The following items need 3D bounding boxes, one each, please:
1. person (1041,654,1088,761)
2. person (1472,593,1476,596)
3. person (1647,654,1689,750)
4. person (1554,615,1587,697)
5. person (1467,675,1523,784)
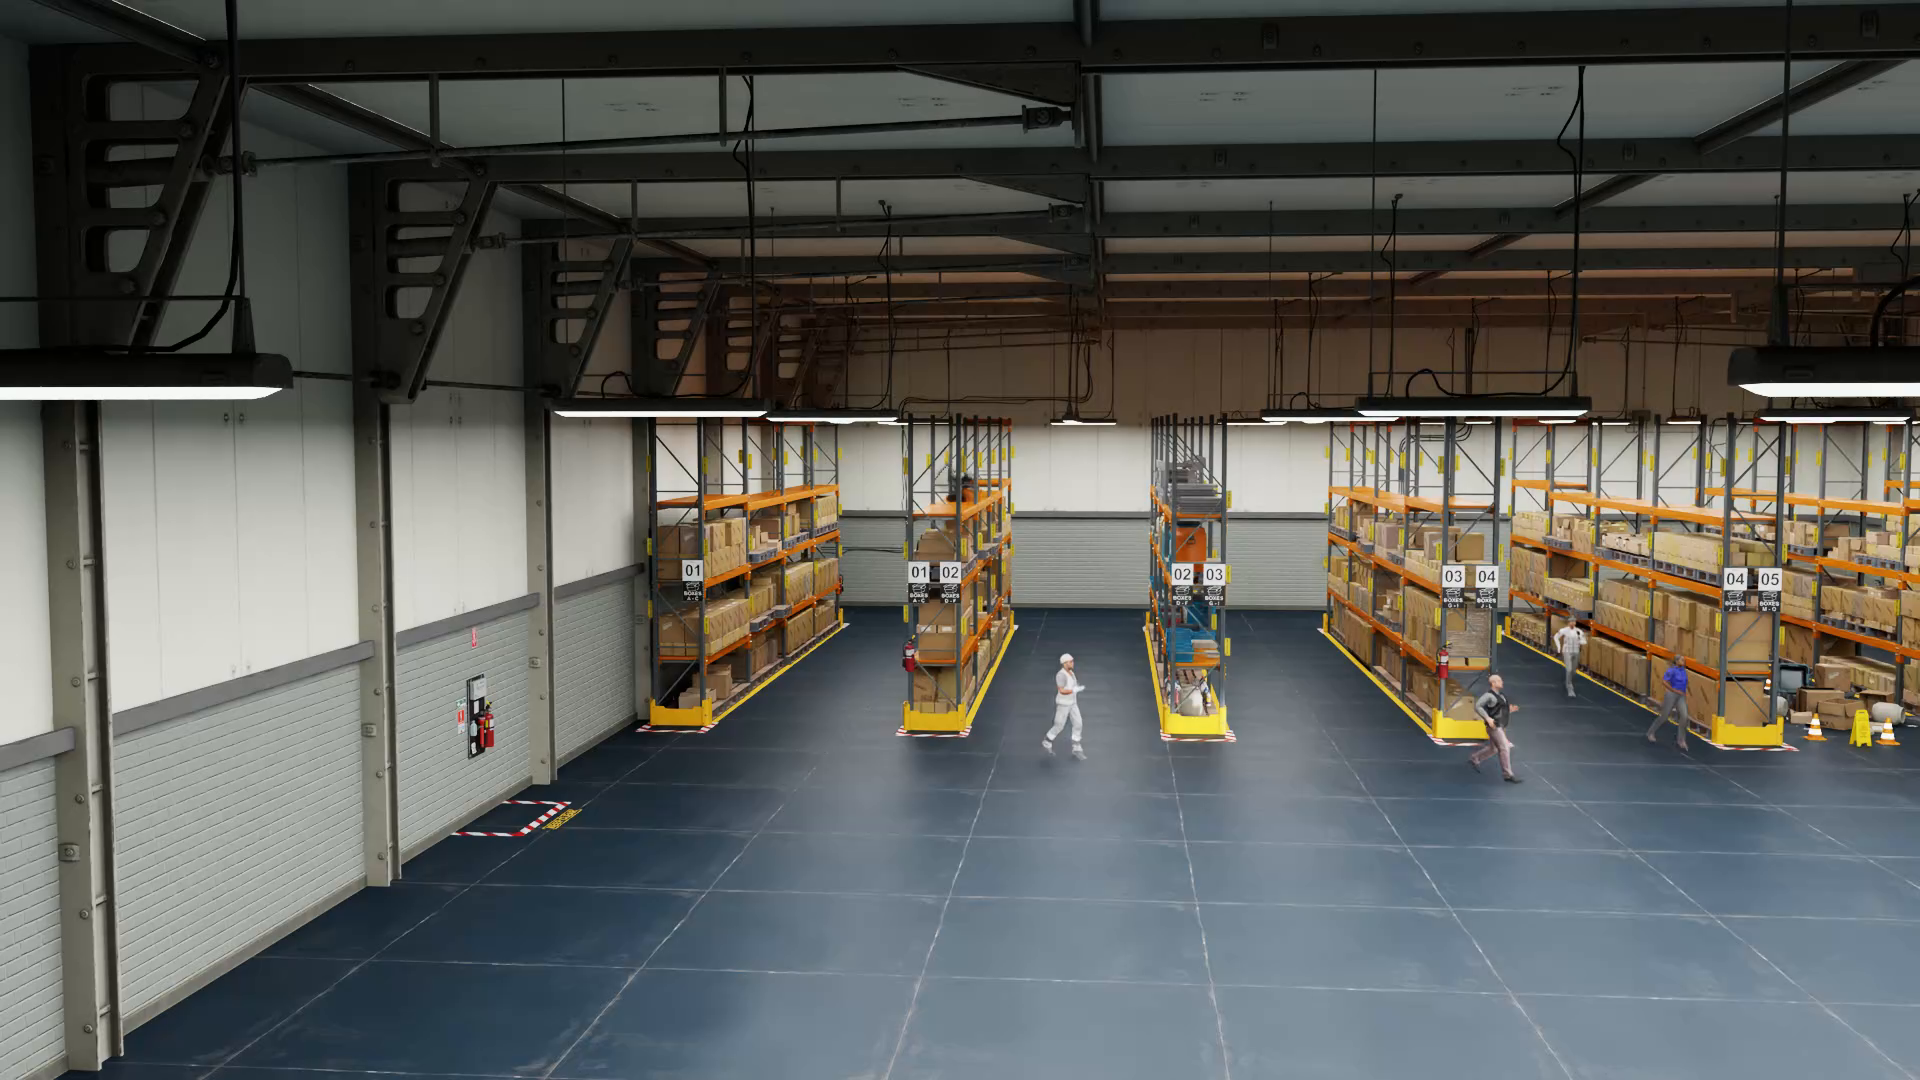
[{"bbox_3d":[1.803,2.881,28.729,0.836,1.846,0.661,2,5,32],"label":"person"},{"bbox_3d":[14.028,1.803,46.378,0.577,1.590,0.603,3,5,37],"label":"person"},{"bbox_3d":[12.903,2.897,29.990,0.665,1.661,0.835,-2,4,-22],"label":"person"},{"bbox_3d":[13.121,2.457,35.699,0.596,1.719,0.861,0,4,0],"label":"person"},{"bbox_3d":[8.665,3.031,26.908,0.969,1.701,0.659,3,5,37],"label":"person"}]
